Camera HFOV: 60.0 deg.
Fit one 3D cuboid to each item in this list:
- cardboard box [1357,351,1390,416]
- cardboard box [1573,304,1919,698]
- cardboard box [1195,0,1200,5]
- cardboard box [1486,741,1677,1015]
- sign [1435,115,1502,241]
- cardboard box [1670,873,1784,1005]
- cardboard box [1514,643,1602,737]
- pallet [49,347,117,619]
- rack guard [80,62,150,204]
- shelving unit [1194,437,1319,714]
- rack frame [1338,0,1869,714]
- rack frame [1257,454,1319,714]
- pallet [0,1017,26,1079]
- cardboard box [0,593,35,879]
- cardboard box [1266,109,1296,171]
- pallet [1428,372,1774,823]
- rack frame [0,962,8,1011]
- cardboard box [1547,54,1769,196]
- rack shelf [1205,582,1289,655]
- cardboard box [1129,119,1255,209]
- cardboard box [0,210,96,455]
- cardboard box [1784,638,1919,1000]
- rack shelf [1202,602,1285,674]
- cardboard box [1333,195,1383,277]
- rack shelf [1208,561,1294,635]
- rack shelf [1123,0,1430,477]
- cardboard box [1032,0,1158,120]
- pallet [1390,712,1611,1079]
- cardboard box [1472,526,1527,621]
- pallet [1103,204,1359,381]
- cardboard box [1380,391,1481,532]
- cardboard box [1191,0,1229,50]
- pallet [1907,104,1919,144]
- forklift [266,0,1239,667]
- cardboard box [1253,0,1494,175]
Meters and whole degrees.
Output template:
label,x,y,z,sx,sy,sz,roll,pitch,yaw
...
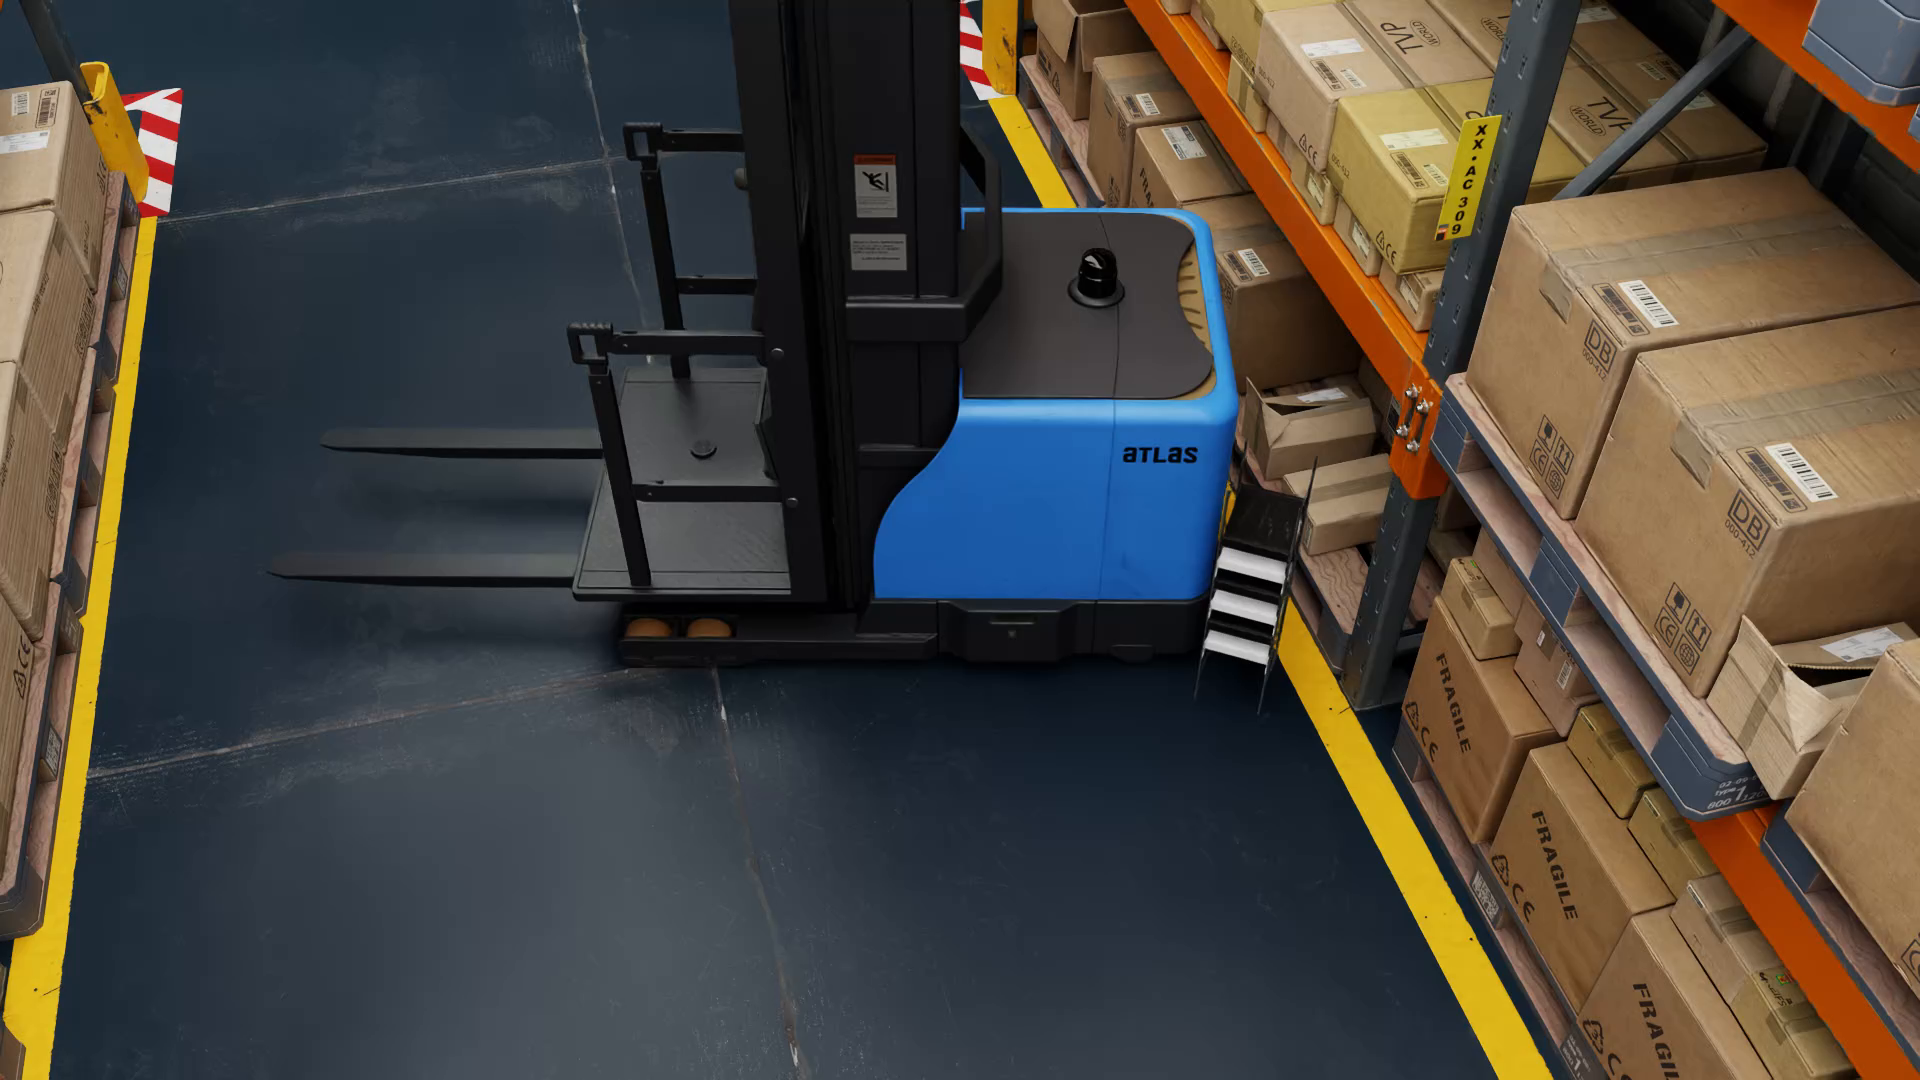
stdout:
label,x,y,z,sx,sy,sz,roll,pitch,yaw
cardboard box,1.653,-0.587,5.927,0.380,0.149,0.250,-11,47,-11
cardboard box,1.745,-0.089,3.373,0.700,0.500,0.500,-10,46,-10
cardboard box,0.950,-2.043,5.549,0.500,0.250,0.500,-12,47,-11
cardboard box,1.757,0.830,4.293,0.500,0.500,0.500,-11,47,-11
sign,1.182,-0.838,3.865,0.100,0.325,0.005,-11,47,-10
cardboard box,1.873,0.876,3.793,0.380,0.149,0.250,-11,47,-10
cardboard box,1.685,0.335,4.323,0.380,0.149,0.250,-12,47,-11
pallet,-3.528,-0.136,5.736,1.003,0.211,1.213,-11,47,-10
rack guard,-4.123,-1.632,7.000,1.175,0.500,0.348,-11,47,-10
shelving unit,0.881,0.126,4.997,0.210,0.900,0.258,15,47,14
rack frame,1.704,-0.639,4.276,1.000,3.000,0.127,-11,47,-10
rack frame,0.976,0.151,4.972,0.006,0.900,0.240,15,47,14
pallet,-2.822,1.766,3.872,1.003,0.211,1.213,-11,47,-10
cardboard box,-3.150,0.568,4.593,0.875,0.438,0.875,-11,47,-11
cardboard box,1.160,-1.262,5.062,0.380,0.149,0.250,-10,46,-9
pallet,1.804,0.000,3.784,1.003,0.211,1.213,-11,47,-10
rack frame,-3.093,0.271,3.384,1.000,3.000,0.127,-11,47,-10
cardboard box,1.839,-1.082,4.607,0.500,0.250,0.500,-11,47,-11
rack shelf,0.881,0.212,5.085,0.200,0.077,0.258,15,47,14
cardboard box,0.965,-1.253,6.334,0.500,0.500,0.500,-10,46,-10
cardboard box,-3.609,-0.673,5.809,0.875,0.438,0.875,-10,46,-9
cardboard box,1.946,0.453,2.842,0.700,0.500,0.500,-11,47,-11
rack shelf,0.881,0.275,5.149,0.200,0.077,0.258,15,47,14
cardboard box,1.291,-0.901,4.709,0.380,0.149,0.250,-10,46,-9
rack shelf,0.881,0.149,5.021,0.200,0.077,0.258,15,47,14
rack shelf,1.192,-1.768,5.886,1.077,0.370,4.000,-11,47,-10
cardboard box,0.745,-2.234,7.293,0.797,0.503,0.637,-12,47,-12
pallet,1.949,0.892,4.729,1.003,0.211,1.213,-11,47,-10
cardboard box,1.598,0.043,4.401,0.380,0.149,0.250,-11,47,-11
pallet,1.214,-0.981,6.564,1.003,0.211,1.213,-11,47,-10
cardboard box,1.764,-0.344,5.576,0.500,0.311,0.500,-9,46,-9
cardboard box,1.001,-1.794,5.584,0.380,0.149,0.250,-11,47,-10
pallet,2.072,-0.445,2.117,1.213,0.211,1.003,-11,47,-10
forklift,-0.712,-0.996,4.674,3.031,2.935,1.130,0,46,0
cardboard box,1.196,-1.341,4.861,0.500,0.250,0.500,-11,47,-10
